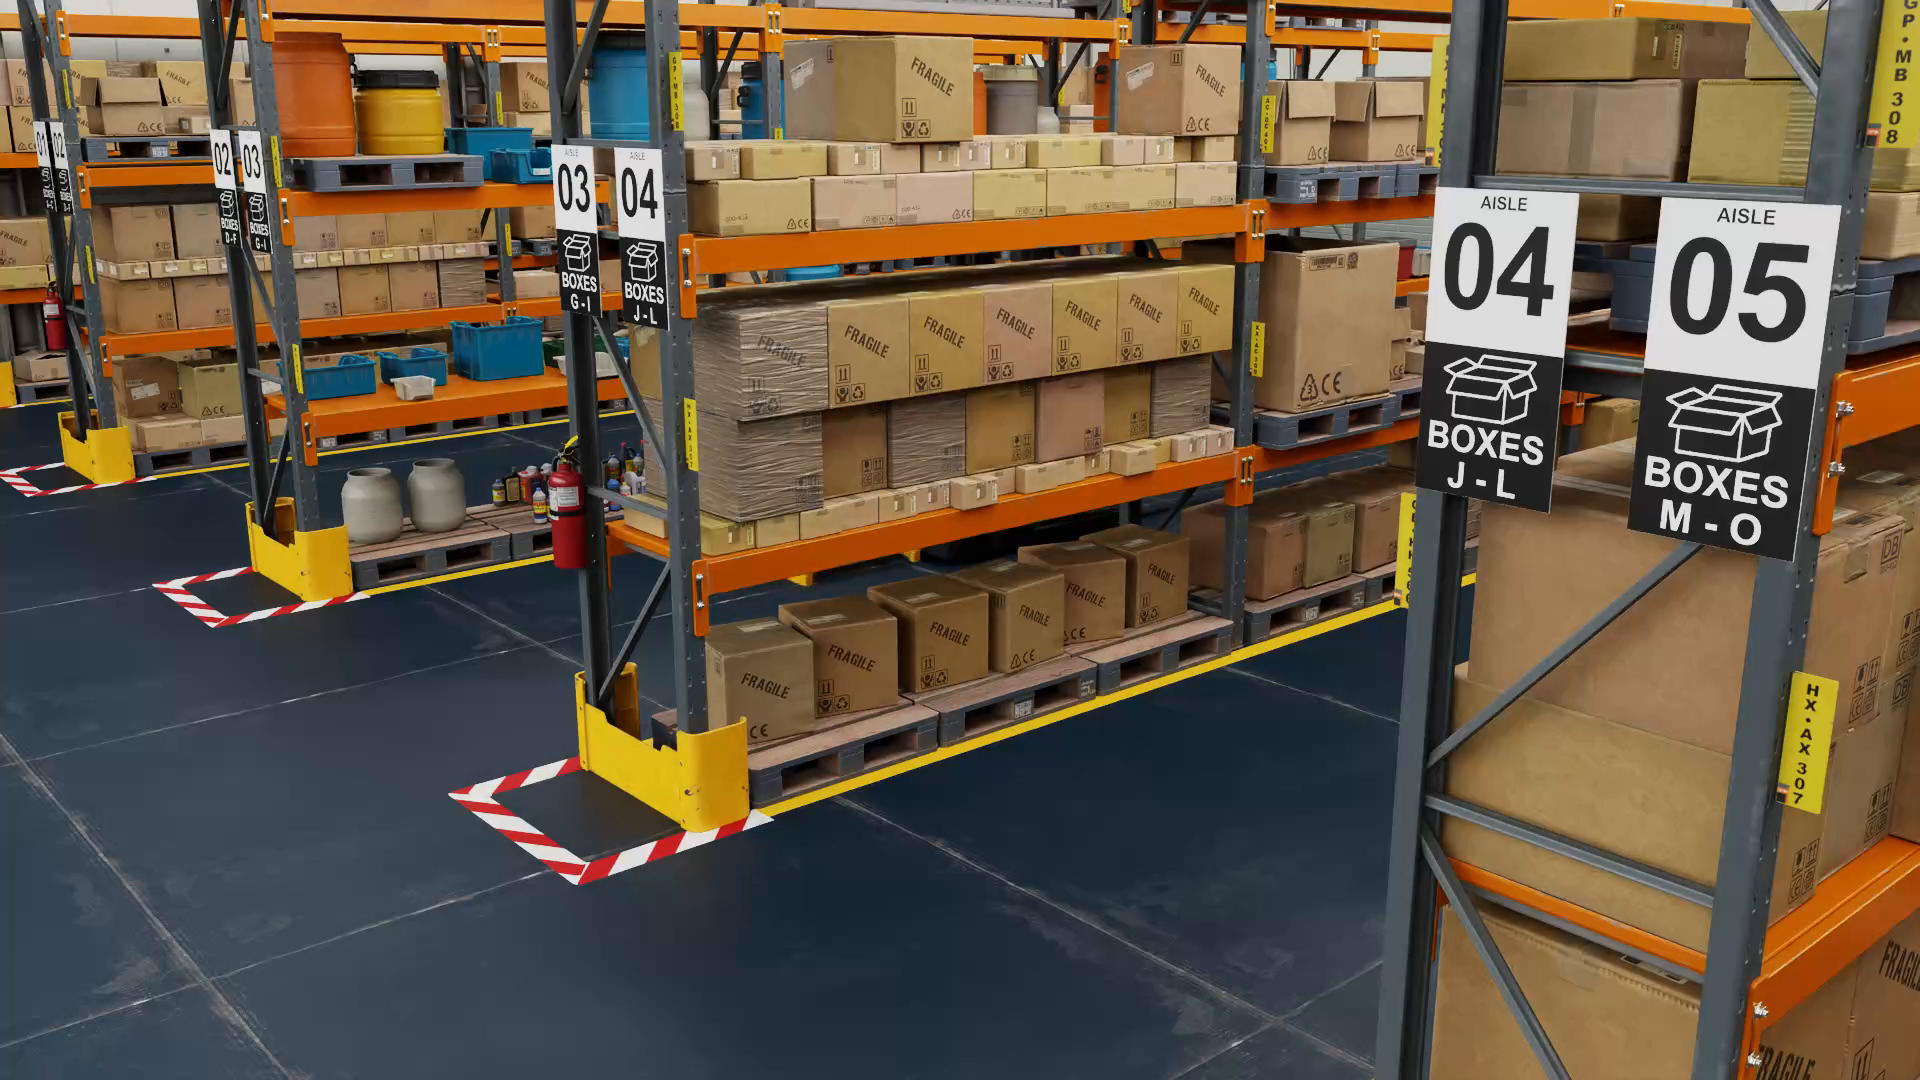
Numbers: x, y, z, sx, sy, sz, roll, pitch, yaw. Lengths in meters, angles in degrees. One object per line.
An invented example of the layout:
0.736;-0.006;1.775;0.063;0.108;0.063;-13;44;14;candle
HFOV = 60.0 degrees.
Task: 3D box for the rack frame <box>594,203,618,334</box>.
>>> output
-5.299;-4.414;23.963;0.127;3.000;1.000;-13;19;-39;rack frame

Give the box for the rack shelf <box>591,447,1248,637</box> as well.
-0.070;-0.157;9.420;4.000;0.370;1.077;-13;19;-39;rack shelf

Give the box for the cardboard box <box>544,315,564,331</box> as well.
-5.807;-3.287;23.734;0.500;0.500;0.700;-12;19;-39;cardboard box

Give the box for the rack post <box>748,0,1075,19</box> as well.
-0.384;-5.153;14.717;3.121;1.000;1.013;-13;19;-39;rack post

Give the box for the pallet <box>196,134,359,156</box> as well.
-6.608;-3.824;16.113;1.213;0.211;1.003;-13;19;-39;pallet

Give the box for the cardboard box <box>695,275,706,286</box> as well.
-3.299;-3.211;19.266;0.500;0.500;0.500;-14;20;-42;cardboard box

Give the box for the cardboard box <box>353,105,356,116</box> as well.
-6.022;-4.324;16.900;0.500;0.311;0.500;-14;20;-42;cardboard box

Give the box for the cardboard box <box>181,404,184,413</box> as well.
-7.499;-1.205;16.463;0.500;0.250;0.500;-13;19;-39;cardboard box

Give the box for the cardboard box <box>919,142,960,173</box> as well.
-0.216;-1.951;8.446;0.250;0.149;0.380;-14;20;-42;cardboard box

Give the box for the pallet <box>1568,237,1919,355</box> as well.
2.154;-0.717;4.482;1.213;0.211;1.003;-13;19;-39;pallet

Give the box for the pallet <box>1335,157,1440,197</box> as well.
2.755;-2.462;11.207;1.003;0.211;1.213;-13;19;-39;pallet

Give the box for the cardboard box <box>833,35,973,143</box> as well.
-0.282;-2.248;8.301;0.500;0.500;0.500;-13;20;-40;cardboard box

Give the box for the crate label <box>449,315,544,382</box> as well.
-3.619;-1.512;13.028;0.616;0.435;0.502;-13;19;-39;crate label

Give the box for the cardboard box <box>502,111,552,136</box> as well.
-4.590;-4.455;17.780;0.500;0.250;0.500;-10;18;-34;cardboard box

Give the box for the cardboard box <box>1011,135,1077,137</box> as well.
0.459;-2.268;9.632;0.250;0.149;0.380;-12;19;-38;cardboard box

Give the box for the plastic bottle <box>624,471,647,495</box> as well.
-2.623;-0.425;13.455;0.135;0.276;0.152;-12;19;-38;plastic bottle

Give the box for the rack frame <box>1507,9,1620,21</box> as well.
4.456;-4.420;12.358;0.127;3.000;1.000;-13;19;-39;rack frame

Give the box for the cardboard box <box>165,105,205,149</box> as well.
-9.318;-4.926;19.832;0.500;0.500;0.500;-14;20;-41;cardboard box

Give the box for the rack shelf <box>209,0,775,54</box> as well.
-3.321;-3.827;12.307;4.000;0.370;1.077;-13;19;-39;rack shelf

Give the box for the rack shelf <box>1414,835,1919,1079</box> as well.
3.110;0.826;5.741;4.000;0.370;1.077;-13;19;-39;rack shelf

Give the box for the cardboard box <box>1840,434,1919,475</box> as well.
2.772;-0.012;5.100;0.550;0.550;0.875;-13;19;-39;cardboard box

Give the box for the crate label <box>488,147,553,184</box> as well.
-3.201;-2.760;12.247;0.408;0.251;0.502;-13;19;-39;crate label

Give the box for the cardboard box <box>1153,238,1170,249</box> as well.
2.683;-4.468;23.970;0.500;0.500;0.500;-13;20;-40;cardboard box

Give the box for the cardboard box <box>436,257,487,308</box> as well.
-5.392;-2.745;17.519;0.500;0.500;0.700;-13;20;-41;cardboard box

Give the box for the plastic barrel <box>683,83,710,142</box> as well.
-2.267;-3.479;13.620;0.421;0.512;0.421;0;15;0;plastic barrel

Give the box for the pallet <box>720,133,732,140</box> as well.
-3.339;-4.486;18.785;1.213;0.211;1.003;-12;19;-37;pallet

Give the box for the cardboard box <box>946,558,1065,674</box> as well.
0.267;0.440;9.820;0.500;0.500;0.500;14;20;42;cardboard box

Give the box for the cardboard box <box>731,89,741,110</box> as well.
-3.394;-6.567;25.165;0.500;0.500;0.700;-13;20;-40;cardboard box

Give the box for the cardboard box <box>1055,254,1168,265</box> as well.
0.932;-1.492;10.315;0.500;0.500;0.500;-13;19;-39;cardboard box

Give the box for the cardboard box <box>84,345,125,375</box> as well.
-10.322;-2.169;19.914;0.500;0.311;0.500;-11;18;-35;cardboard box

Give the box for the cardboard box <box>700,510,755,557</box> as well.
-1.207;-0.046;8.098;0.250;0.149;0.380;-13;19;-39;cardboard box

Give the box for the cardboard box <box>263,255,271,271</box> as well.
-6.671;-2.700;16.095;0.250;0.149;0.380;-13;20;-40;cardboard box

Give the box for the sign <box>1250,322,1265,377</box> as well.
1.801;-1.157;10.093;0.005;0.325;0.100;-13;19;-39;sign

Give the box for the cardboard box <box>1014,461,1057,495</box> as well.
0.328;-0.377;9.337;0.250;0.149;0.380;-13;19;-39;cardboard box

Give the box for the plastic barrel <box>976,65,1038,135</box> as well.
0.443;-4.080;15.928;0.600;0.901;0.600;0;15;0;plastic barrel

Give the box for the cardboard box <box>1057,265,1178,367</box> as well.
0.903;-1.304;9.611;0.500;0.500;0.500;-13;19;-39;cardboard box

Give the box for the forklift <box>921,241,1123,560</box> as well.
0.723;-1.554;13.389;3.031;2.935;1.130;-12;19;-38;forklift

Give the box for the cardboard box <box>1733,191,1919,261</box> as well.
2.070;-0.758;3.942;0.250;0.149;0.380;-12;19;-39;cardboard box

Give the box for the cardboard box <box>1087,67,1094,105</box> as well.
1.786;-6.255;22.913;0.500;0.500;0.700;-13;19;-39;cardboard box

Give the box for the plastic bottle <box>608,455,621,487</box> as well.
-2.923;-0.582;14.051;0.097;0.271;0.097;0;15;0;plastic bottle

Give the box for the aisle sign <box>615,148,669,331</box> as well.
-1.429;-1.353;7.465;0.004;0.787;0.394;-13;19;-39;aisle sign

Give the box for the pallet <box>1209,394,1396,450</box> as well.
2.111;-0.852;10.999;1.213;0.211;1.003;-13;19;-39;pallet

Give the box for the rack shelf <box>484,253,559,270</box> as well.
-6.807;-3.728;22.787;4.000;0.370;1.077;-13;19;-39;rack shelf

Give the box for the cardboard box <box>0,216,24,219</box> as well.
-11.118;-3.480;19.263;0.500;0.500;0.500;-13;20;-40;cardboard box

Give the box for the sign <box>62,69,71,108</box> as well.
-7.719;-3.896;14.363;0.005;0.325;0.100;-13;19;-39;sign

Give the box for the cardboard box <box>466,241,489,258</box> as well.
-5.126;-3.047;17.393;0.250;0.149;0.380;-13;20;-39;cardboard box

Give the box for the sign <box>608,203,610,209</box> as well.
-4.935;-4.831;23.434;0.005;0.325;0.100;-13;19;-39;sign

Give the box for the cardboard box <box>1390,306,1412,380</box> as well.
2.686;-1.408;11.695;0.637;0.503;0.797;-10;18;-34;cardboard box

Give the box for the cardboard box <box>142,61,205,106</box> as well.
-9.310;-5.404;19.685;0.500;0.500;0.500;-14;20;-41;cardboard box

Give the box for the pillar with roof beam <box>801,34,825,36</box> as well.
0.505;-7.439;23.662;0.400;9.000;9.100;-13;19;-39;pillar with roof beam

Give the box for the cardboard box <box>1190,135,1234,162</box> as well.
1.383;-2.302;9.760;0.250;0.149;0.380;-12;19;-38;cardboard box

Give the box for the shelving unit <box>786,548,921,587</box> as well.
-0.892;-0.534;12.341;1.083;1.500;0.587;-12;19;-38;shelving unit

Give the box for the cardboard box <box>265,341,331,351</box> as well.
-6.747;-1.737;17.003;0.500;0.500;0.500;-13;19;-39;cardboard box

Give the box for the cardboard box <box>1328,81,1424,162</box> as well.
2.568;-2.766;10.965;0.637;0.503;0.797;-12;19;-37;cardboard box

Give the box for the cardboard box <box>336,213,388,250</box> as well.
-6.151;-3.201;16.713;0.500;0.500;0.700;-13;20;-39;cardboard box

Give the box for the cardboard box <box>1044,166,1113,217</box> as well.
0.484;-1.918;9.098;0.500;0.250;0.500;-13;20;-40;cardboard box

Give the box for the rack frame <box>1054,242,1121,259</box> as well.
1.205;-2.485;16.742;0.127;3.000;1.000;-13;19;-39;rack frame
